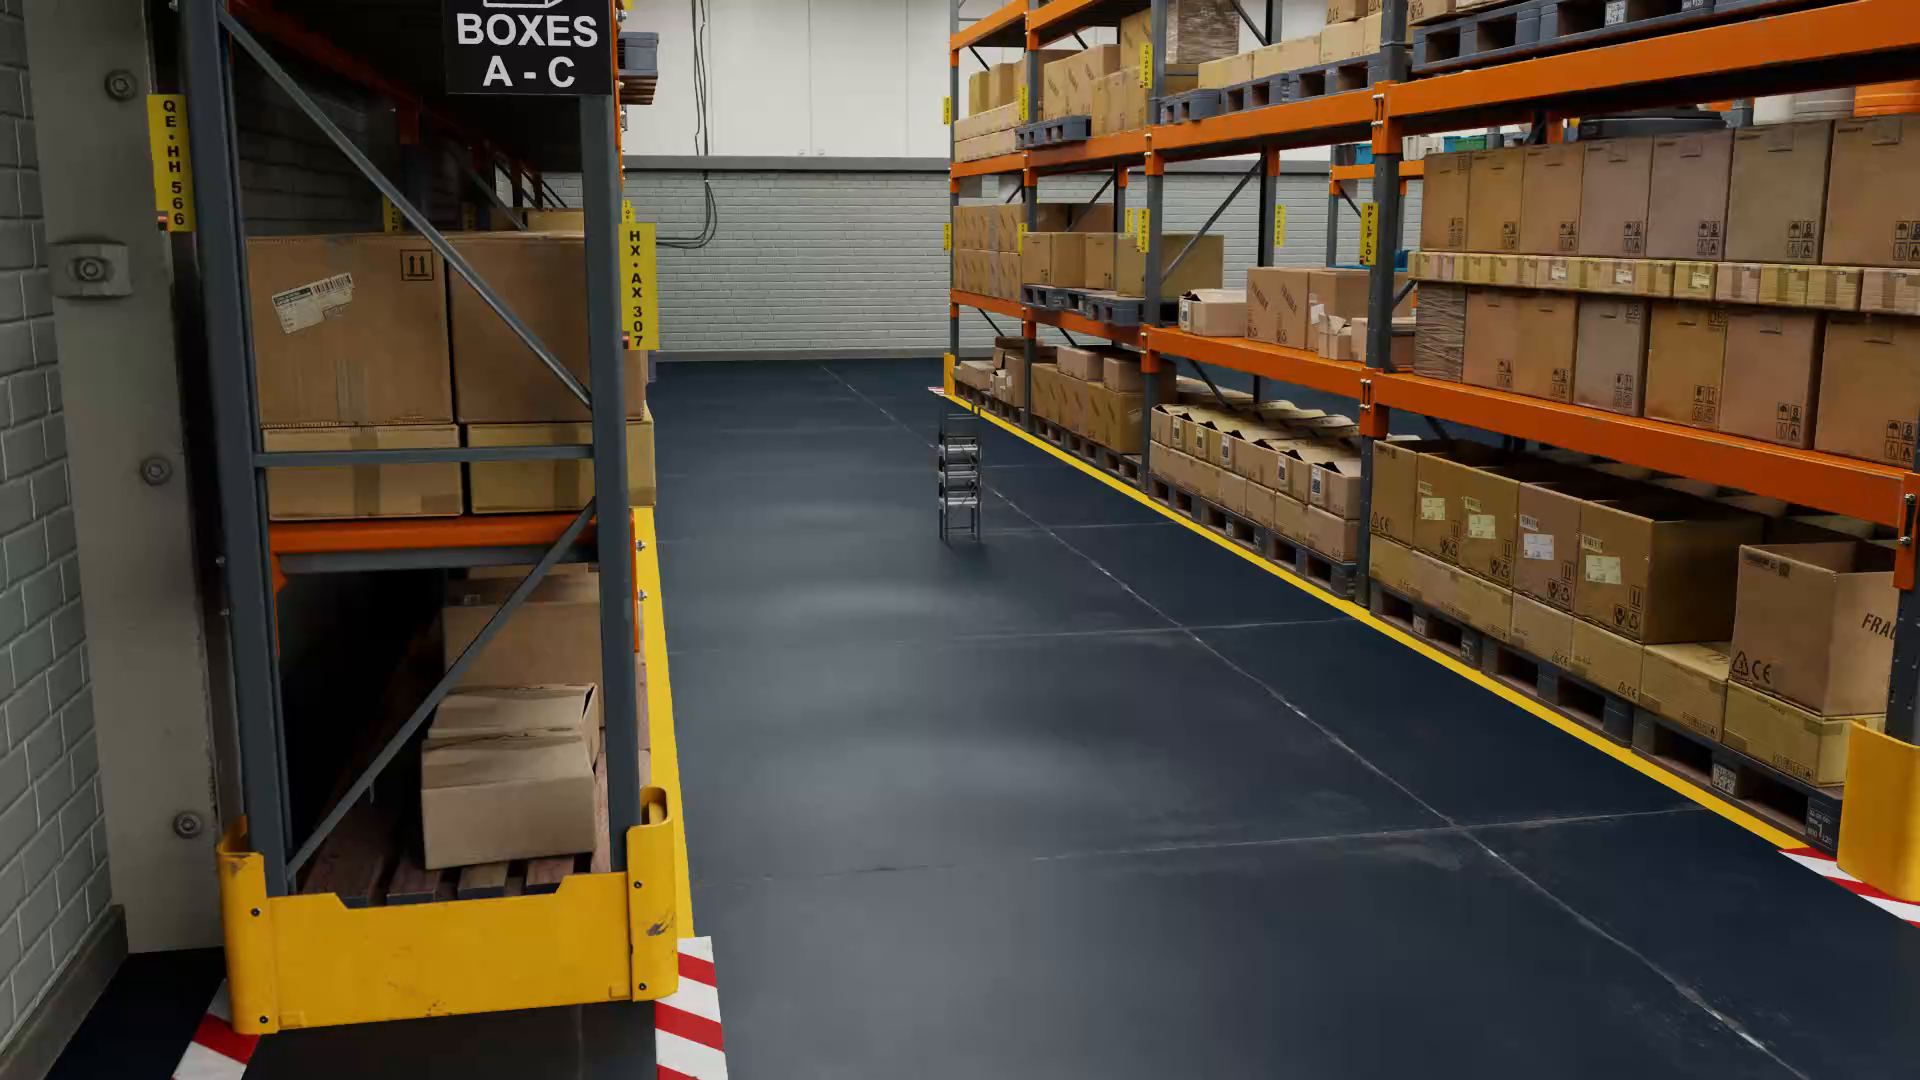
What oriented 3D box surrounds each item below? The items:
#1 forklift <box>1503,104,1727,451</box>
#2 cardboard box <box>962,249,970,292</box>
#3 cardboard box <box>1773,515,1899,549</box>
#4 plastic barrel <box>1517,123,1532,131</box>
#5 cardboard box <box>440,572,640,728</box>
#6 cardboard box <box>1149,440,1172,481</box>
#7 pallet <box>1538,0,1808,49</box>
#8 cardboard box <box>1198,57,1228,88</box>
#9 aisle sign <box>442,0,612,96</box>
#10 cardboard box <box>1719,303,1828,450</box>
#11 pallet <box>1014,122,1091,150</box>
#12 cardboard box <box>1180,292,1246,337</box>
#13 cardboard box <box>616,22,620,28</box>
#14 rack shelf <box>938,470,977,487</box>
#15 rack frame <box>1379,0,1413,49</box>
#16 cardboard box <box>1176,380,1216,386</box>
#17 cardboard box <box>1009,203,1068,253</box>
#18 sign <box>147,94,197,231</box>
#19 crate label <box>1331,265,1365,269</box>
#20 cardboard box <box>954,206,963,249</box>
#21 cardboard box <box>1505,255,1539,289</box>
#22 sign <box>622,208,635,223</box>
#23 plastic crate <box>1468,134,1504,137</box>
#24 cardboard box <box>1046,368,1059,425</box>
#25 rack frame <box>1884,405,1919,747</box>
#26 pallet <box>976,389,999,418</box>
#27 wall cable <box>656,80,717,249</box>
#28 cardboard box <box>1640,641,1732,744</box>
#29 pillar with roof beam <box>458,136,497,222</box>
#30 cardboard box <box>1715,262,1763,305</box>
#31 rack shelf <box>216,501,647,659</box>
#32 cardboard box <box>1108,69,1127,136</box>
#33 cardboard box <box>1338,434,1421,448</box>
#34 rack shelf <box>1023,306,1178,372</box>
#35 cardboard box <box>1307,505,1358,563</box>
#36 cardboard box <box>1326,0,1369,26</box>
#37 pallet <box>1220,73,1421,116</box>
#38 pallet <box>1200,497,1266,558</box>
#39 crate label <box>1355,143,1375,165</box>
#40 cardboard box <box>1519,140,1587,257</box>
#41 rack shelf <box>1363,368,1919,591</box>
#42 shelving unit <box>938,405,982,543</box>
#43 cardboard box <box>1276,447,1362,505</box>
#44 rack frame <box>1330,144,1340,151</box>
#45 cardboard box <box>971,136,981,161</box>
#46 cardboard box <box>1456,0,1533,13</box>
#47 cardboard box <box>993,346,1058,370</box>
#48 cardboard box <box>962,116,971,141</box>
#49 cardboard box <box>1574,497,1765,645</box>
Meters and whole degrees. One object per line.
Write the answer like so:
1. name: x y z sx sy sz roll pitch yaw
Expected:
1. forklift: 4.701 -1.701 12.295 1.130 2.935 3.031 -2 11 -8
2. cardboard box: 0.313 -3.189 19.664 0.500 0.500 0.500 -2 11 -12
3. cardboard box: 3.507 0.187 6.418 0.500 0.500 0.500 -2 11 -11
4. plastic barrel: 5.874 -4.413 16.848 0.433 0.535 0.433 0 11 0
5. cardboard box: -1.617 0.430 6.422 0.700 0.500 0.500 -3 11 -15
6. cardboard box: 1.750 -0.607 12.596 0.500 0.250 0.500 -2 11 -11
7. pallet: 3.139 -2.176 6.822 1.003 0.211 1.213 -2 11 -11
8. cardboard box: 2.079 -3.383 12.206 0.500 0.250 0.500 -3 11 -15
9. aisle sign: -1.058 -1.485 4.025 0.394 0.787 0.004 -2 11 -11
10. cardboard box: 3.307 -0.623 6.178 0.700 0.500 0.500 -2 11 -10
11. pallet: 1.216 -3.851 15.888 1.213 0.211 1.003 -2 11 -11
12. cardboard box: 1.920 -1.644 12.048 0.500 0.311 0.500 -2 11 -12
13. cardboard box: -1.486 -2.106 5.894 0.500 0.500 0.500 -1 11 -7
14. rack shelf: -0.002 -0.411 11.126 0.258 0.077 0.200 -2 11 -11
15. rack frame: 2.714 -4.072 8.523 1.000 3.000 0.127 -2 11 -11
16. cardboard box: 1.928 -1.129 14.612 0.500 0.500 0.500 -2 11 -12
17. cardboard box: 0.806 -3.216 17.128 0.500 0.500 0.500 -2 11 -11
18. sign: -1.915 -0.918 4.055 0.100 0.325 0.005 -2 11 -11
19. crate label: 4.964 -3.395 21.299 0.416 0.233 0.303 -2 11 -11
20. cardboard box: 0.208 -3.775 20.067 0.500 0.500 0.500 -2 11 -9
21. cardboard box: 2.776 -1.249 7.734 0.380 0.149 0.250 -2 11 -13
22. sign: -2.392 -2.229 12.000 0.100 0.325 0.005 -2 11 -11
23. plastic crate: 6.045 -4.419 18.717 0.497 0.269 0.590 -2 11 -11
24. cardboard box: 1.128 -1.385 15.961 0.500 0.500 0.500 -2 11 -10
25. rack frame: 3.492 -0.391 5.230 1.000 3.000 0.127 -2 11 -11
26. pallet: 0.785 -1.572 18.894 1.003 0.211 1.213 -2 11 -11
27. wall cable: -5.228 -5.617 24.945 3.097 2.526 0.112 -2 11 -11
28. cardboard box: 2.989 0.574 6.387 0.500 0.250 0.500 -2 11 -11
29. pillar with roof beam: -0.462 -5.612 16.614 9.100 9.000 0.400 -2 11 -11
30. cardboard box: 3.082 -0.963 6.233 0.380 0.149 0.250 -2 11 -10
31. rack shelf: -1.756 -0.224 6.274 1.077 0.370 4.000 -2 11 -11
32. cardboard box: 1.719 -3.553 13.554 0.910 0.500 0.500 -2 11 -11
33. cardboard box: 2.684 -0.528 10.677 0.500 0.311 0.500 -2 11 -13
34. rack shelf: 1.547 -1.872 14.933 1.077 0.370 4.000 -2 11 -11
35. cardboard box: 2.349 -0.046 9.646 0.500 0.250 0.500 -2 11 -12
36. cardboard box: 2.499 -3.318 9.855 0.500 0.500 0.500 -1 11 -6
37. pallet: 2.376 -2.913 10.962 1.003 0.211 1.213 -2 11 -8
38. pallet: 2.292 -0.113 11.225 1.003 0.211 1.213 -2 11 -11
39. crate label: 5.102 -4.725 20.373 0.408 0.251 0.502 -2 11 -11
40. cardboard box: 3.003 -1.546 7.558 0.700 0.500 0.500 -2 11 -11
41. rack shelf: 3.103 -0.405 7.224 1.077 0.370 4.000 -2 11 -11
42. shelving unit: -0.002 -0.444 11.120 0.258 0.900 0.210 -2 11 -11
43. cardboard box: 2.246 -0.415 10.085 0.500 0.311 0.500 -2 11 -9
44. rack frame: 5.239 -6.452 21.029 1.000 3.000 0.127 -2 11 -11
45. cardboard box: 0.414 -4.438 18.872 0.500 0.250 0.500 -2 11 -11
46. cardboard box: 2.658 -2.629 7.704 0.500 0.311 0.500 -3 11 -14
47. cardboard box: 0.787 -1.926 18.795 0.797 0.503 0.637 -2 11 -11
48. cardboard box: 0.315 -4.776 19.306 0.500 0.250 0.500 -2 11 -11
49. cardboard box: 2.887 0.114 6.798 0.500 0.500 0.500 -2 11 -11
